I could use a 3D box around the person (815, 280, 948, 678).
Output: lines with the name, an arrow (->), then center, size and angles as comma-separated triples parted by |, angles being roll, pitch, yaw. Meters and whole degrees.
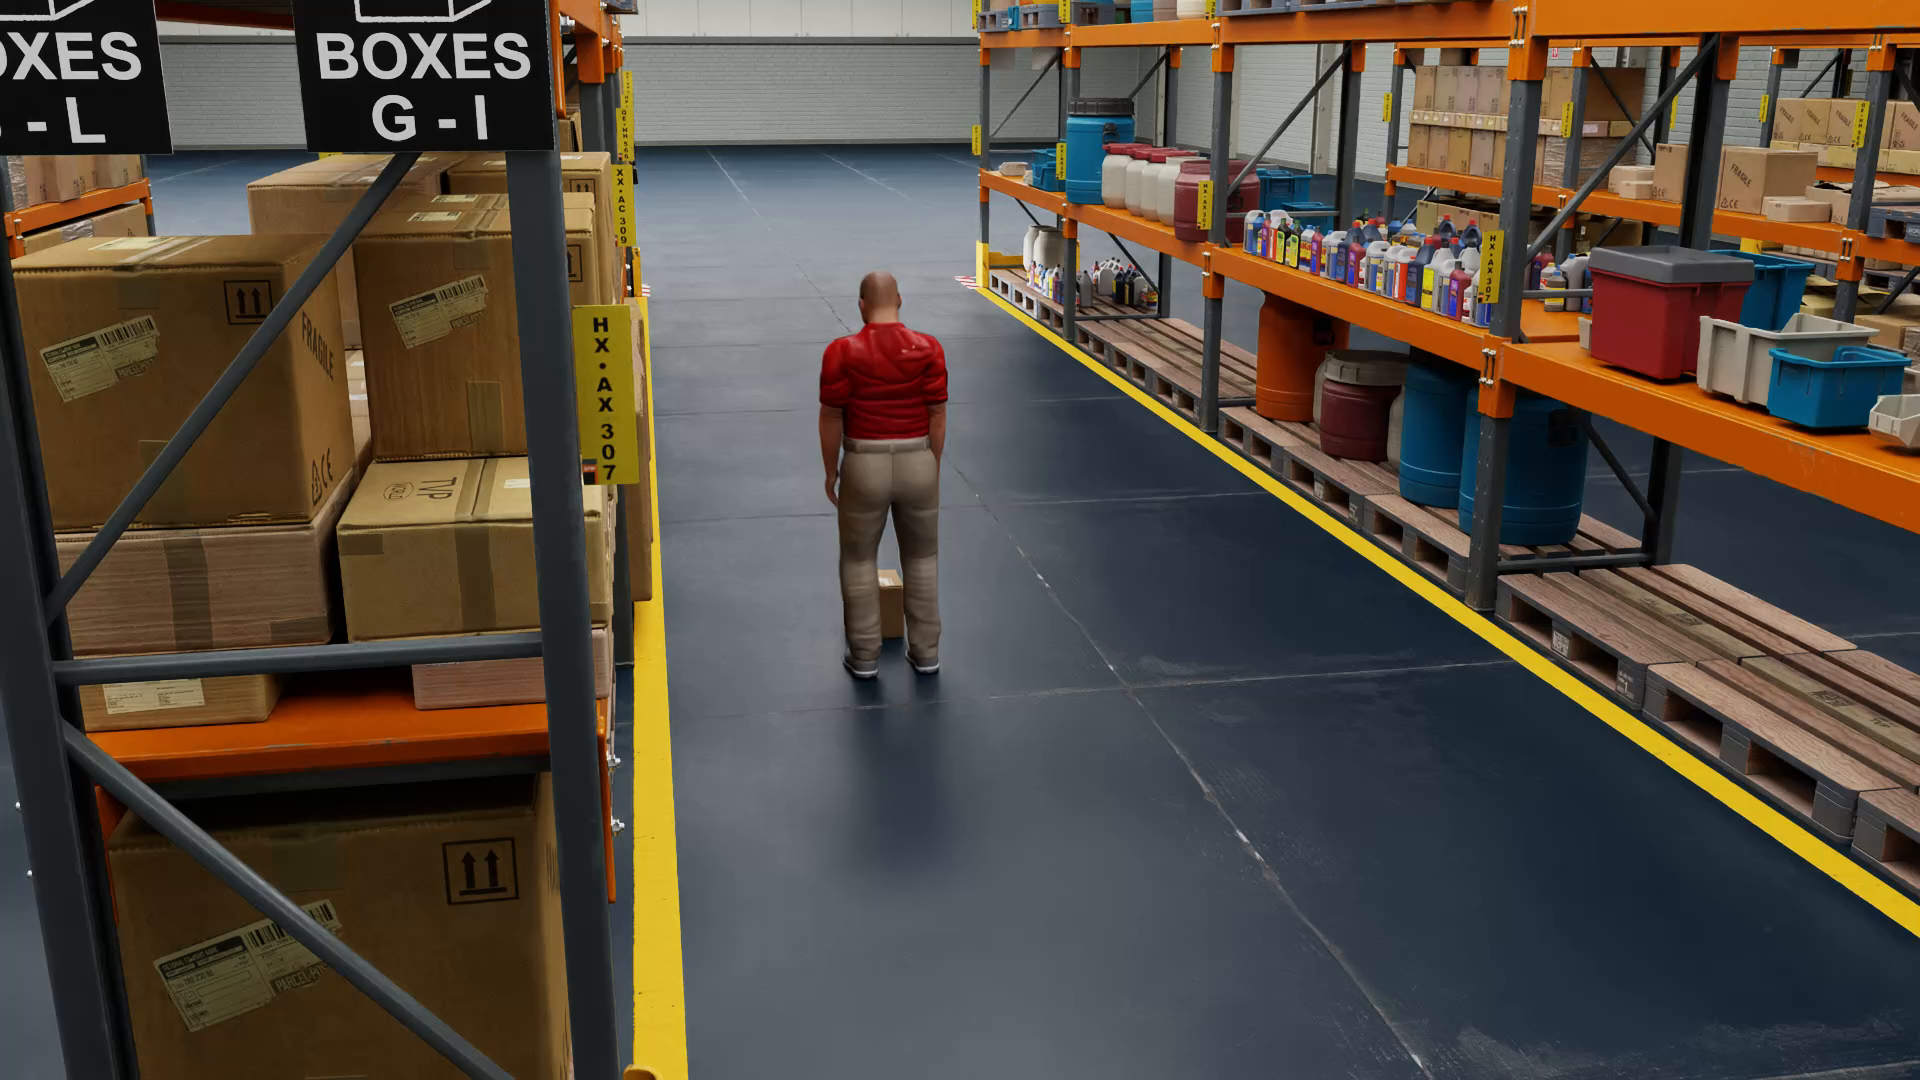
person -> -0.328, -0.244, 7.017 | 0.557, 1.677, 0.431 | -3, 16, -9
